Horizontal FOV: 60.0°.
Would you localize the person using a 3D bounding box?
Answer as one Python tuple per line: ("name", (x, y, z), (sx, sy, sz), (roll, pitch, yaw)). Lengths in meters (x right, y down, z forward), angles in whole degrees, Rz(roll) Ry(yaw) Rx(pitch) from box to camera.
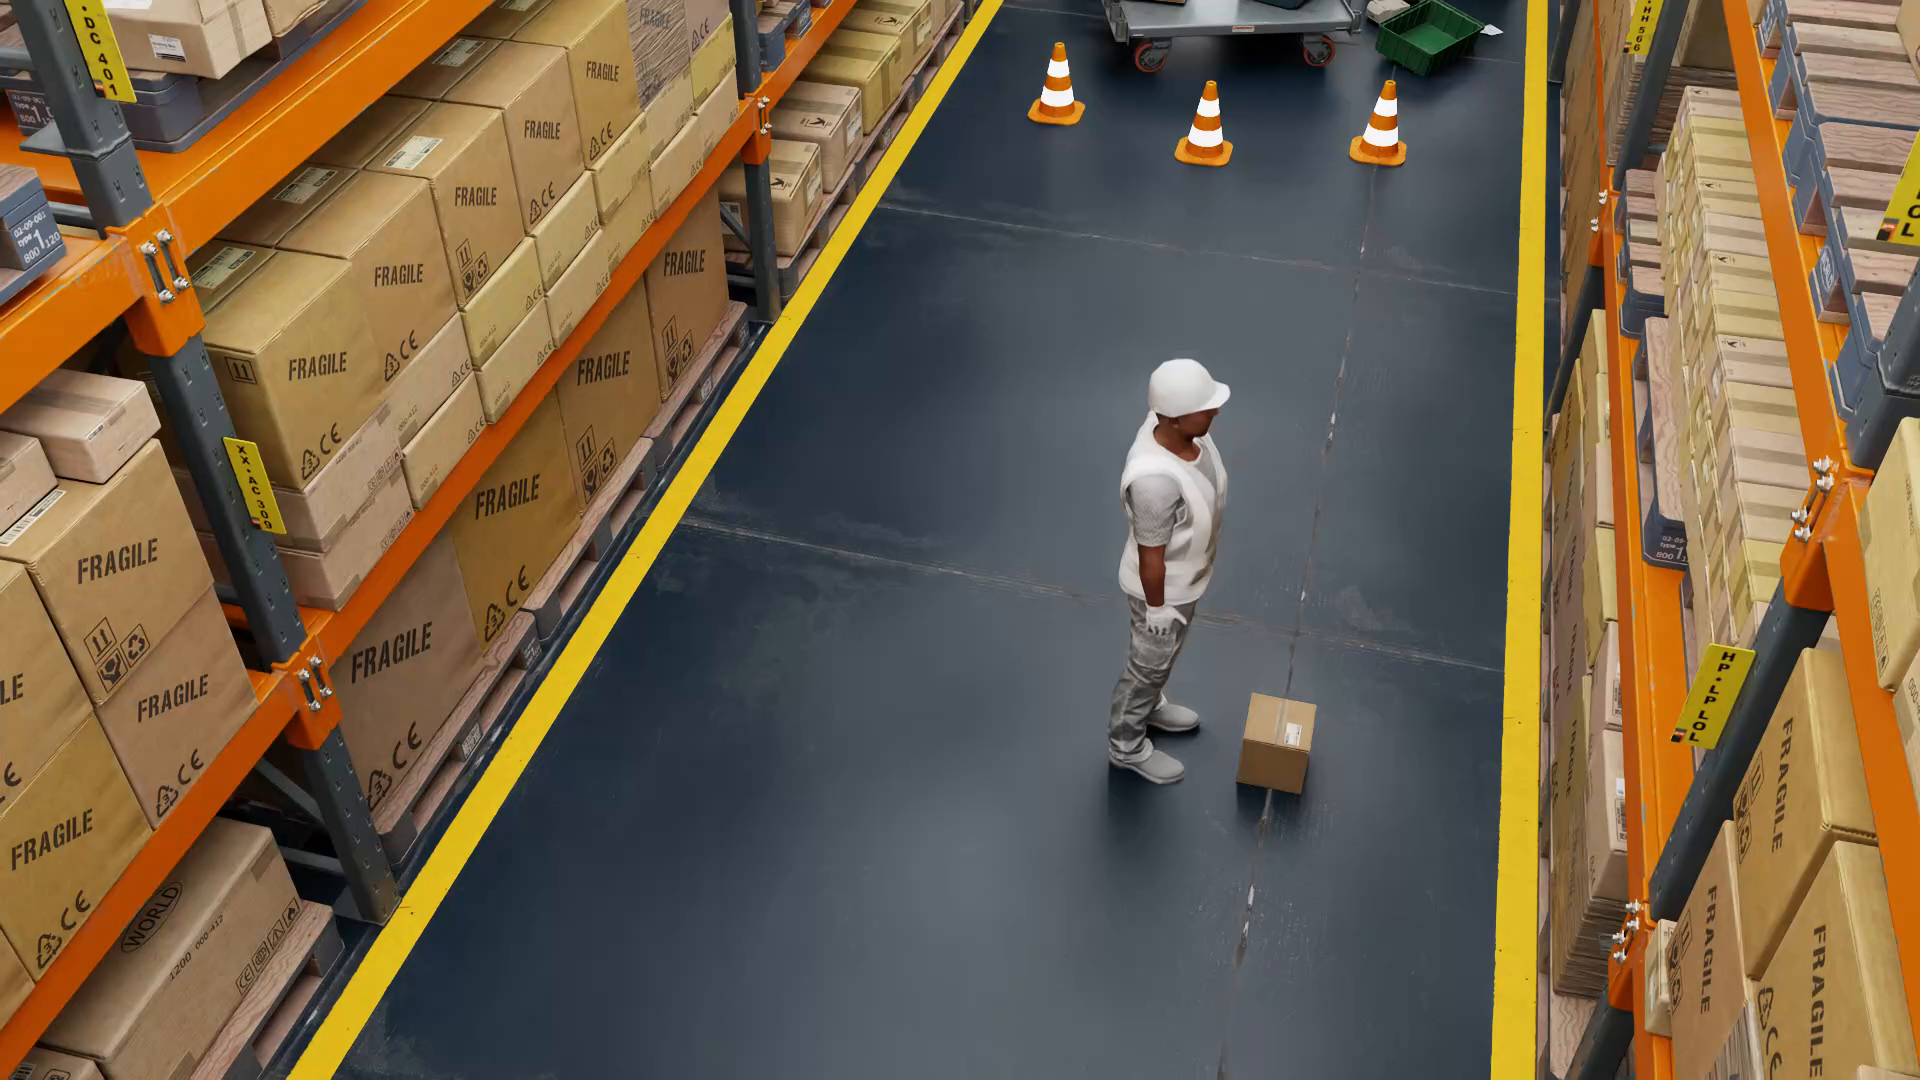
("person", (0.754, 0.107, 6.020), (0.358, 1.791, 0.547), (11, 42, 12))
